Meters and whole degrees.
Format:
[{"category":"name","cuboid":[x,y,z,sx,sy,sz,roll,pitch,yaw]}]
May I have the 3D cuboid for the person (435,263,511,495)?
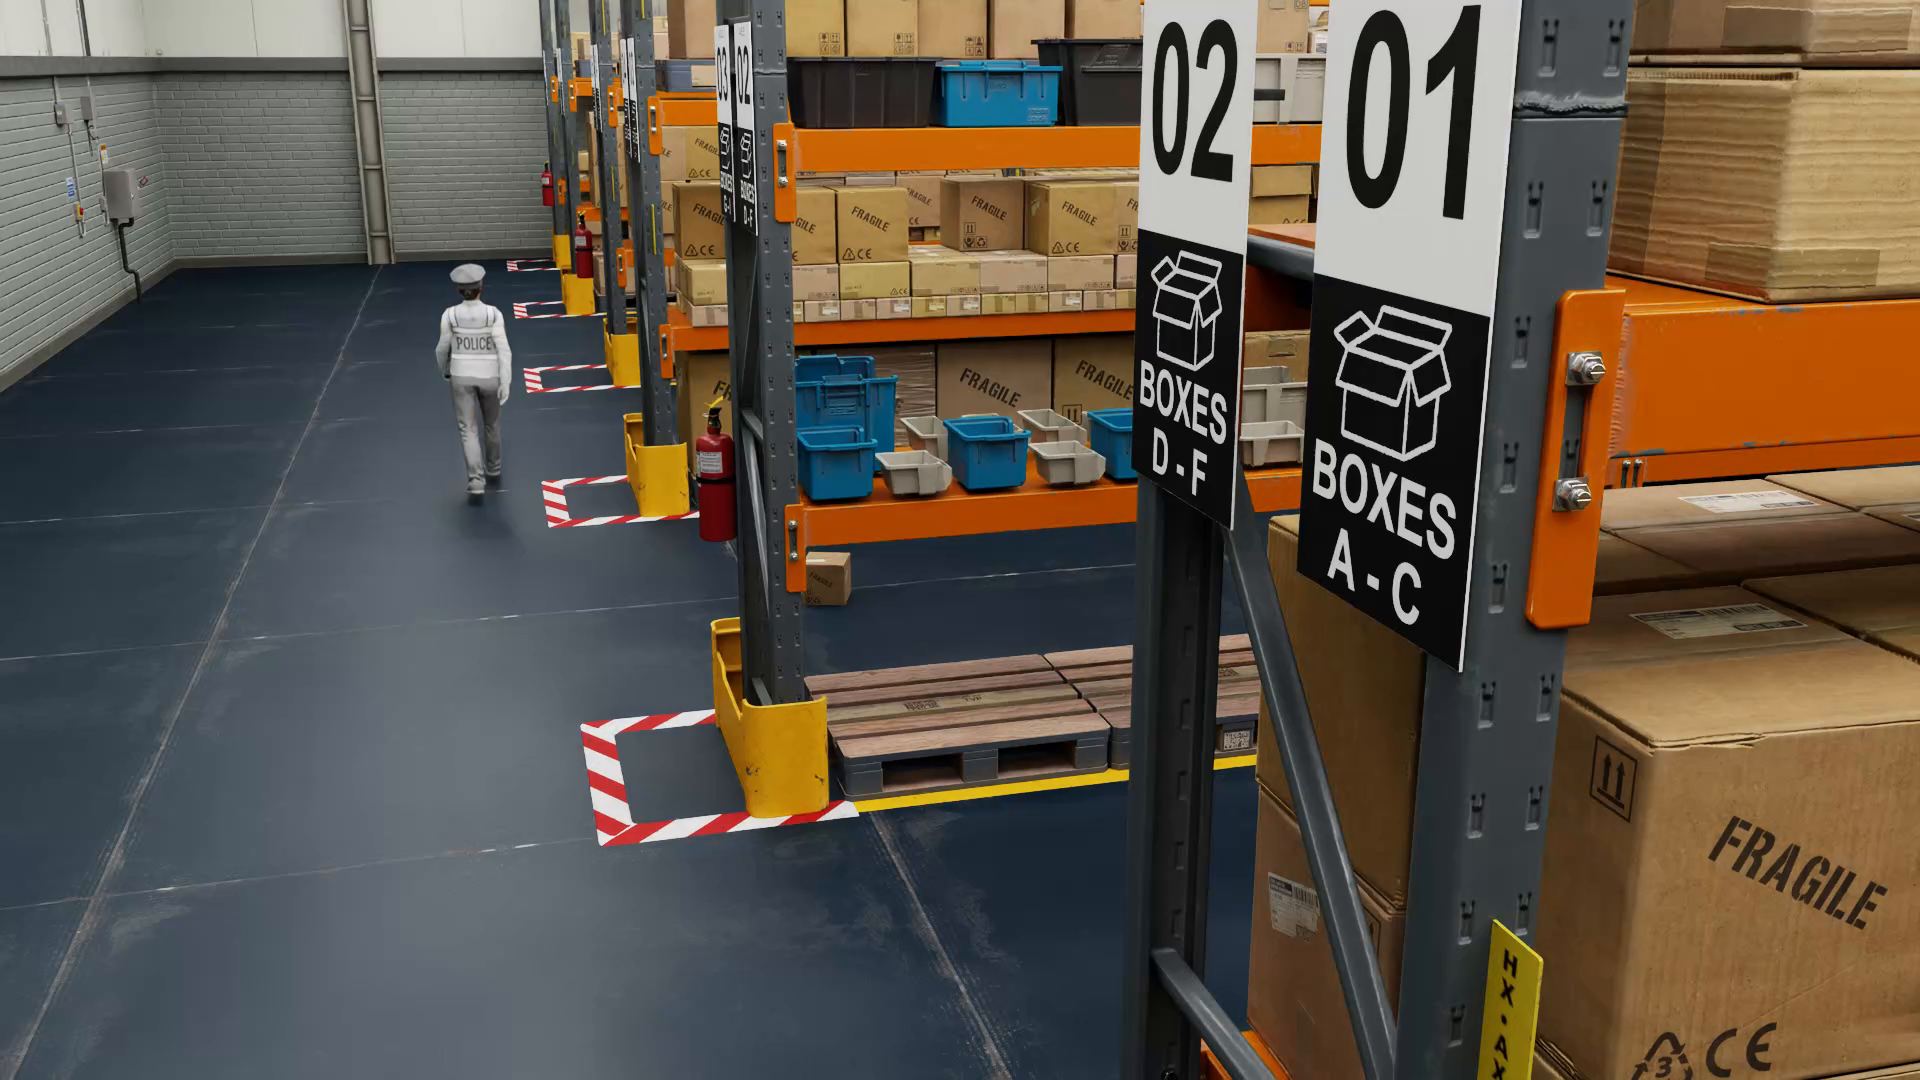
[{"category":"person","cuboid":[-3.541,-1.198,12.102,0.508,1.625,0.978,-6,17,-21]}]
